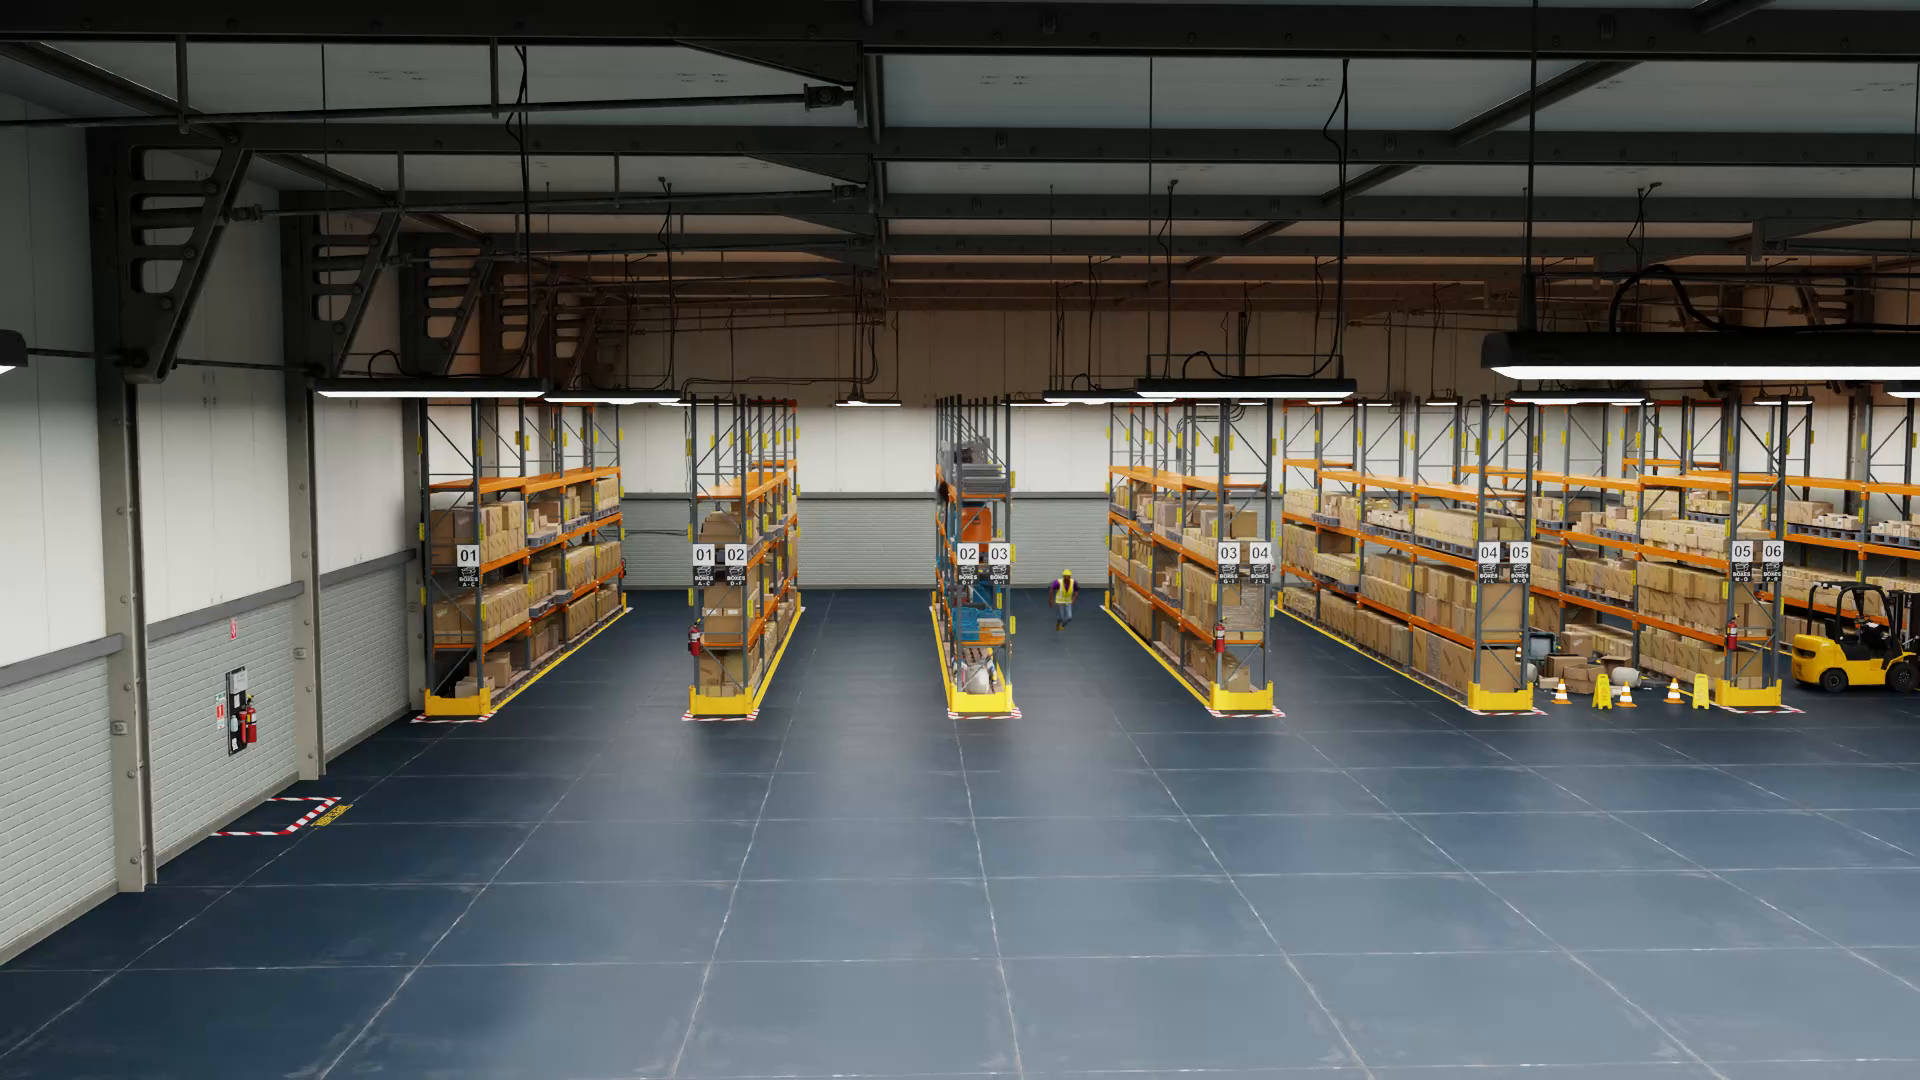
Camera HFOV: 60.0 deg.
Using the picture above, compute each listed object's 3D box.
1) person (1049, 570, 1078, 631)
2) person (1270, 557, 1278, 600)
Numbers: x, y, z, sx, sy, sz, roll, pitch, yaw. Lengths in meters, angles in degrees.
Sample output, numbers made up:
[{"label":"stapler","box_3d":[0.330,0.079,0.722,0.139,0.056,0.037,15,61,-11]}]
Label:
[{"label":"person","box_3d":[2.561,1.496,40.942,0.692,1.562,0.720,-1,5,-18]},{"label":"person","box_3d":[9.098,1.048,49.012,0.657,1.694,0.578,-4,6,-40]}]
